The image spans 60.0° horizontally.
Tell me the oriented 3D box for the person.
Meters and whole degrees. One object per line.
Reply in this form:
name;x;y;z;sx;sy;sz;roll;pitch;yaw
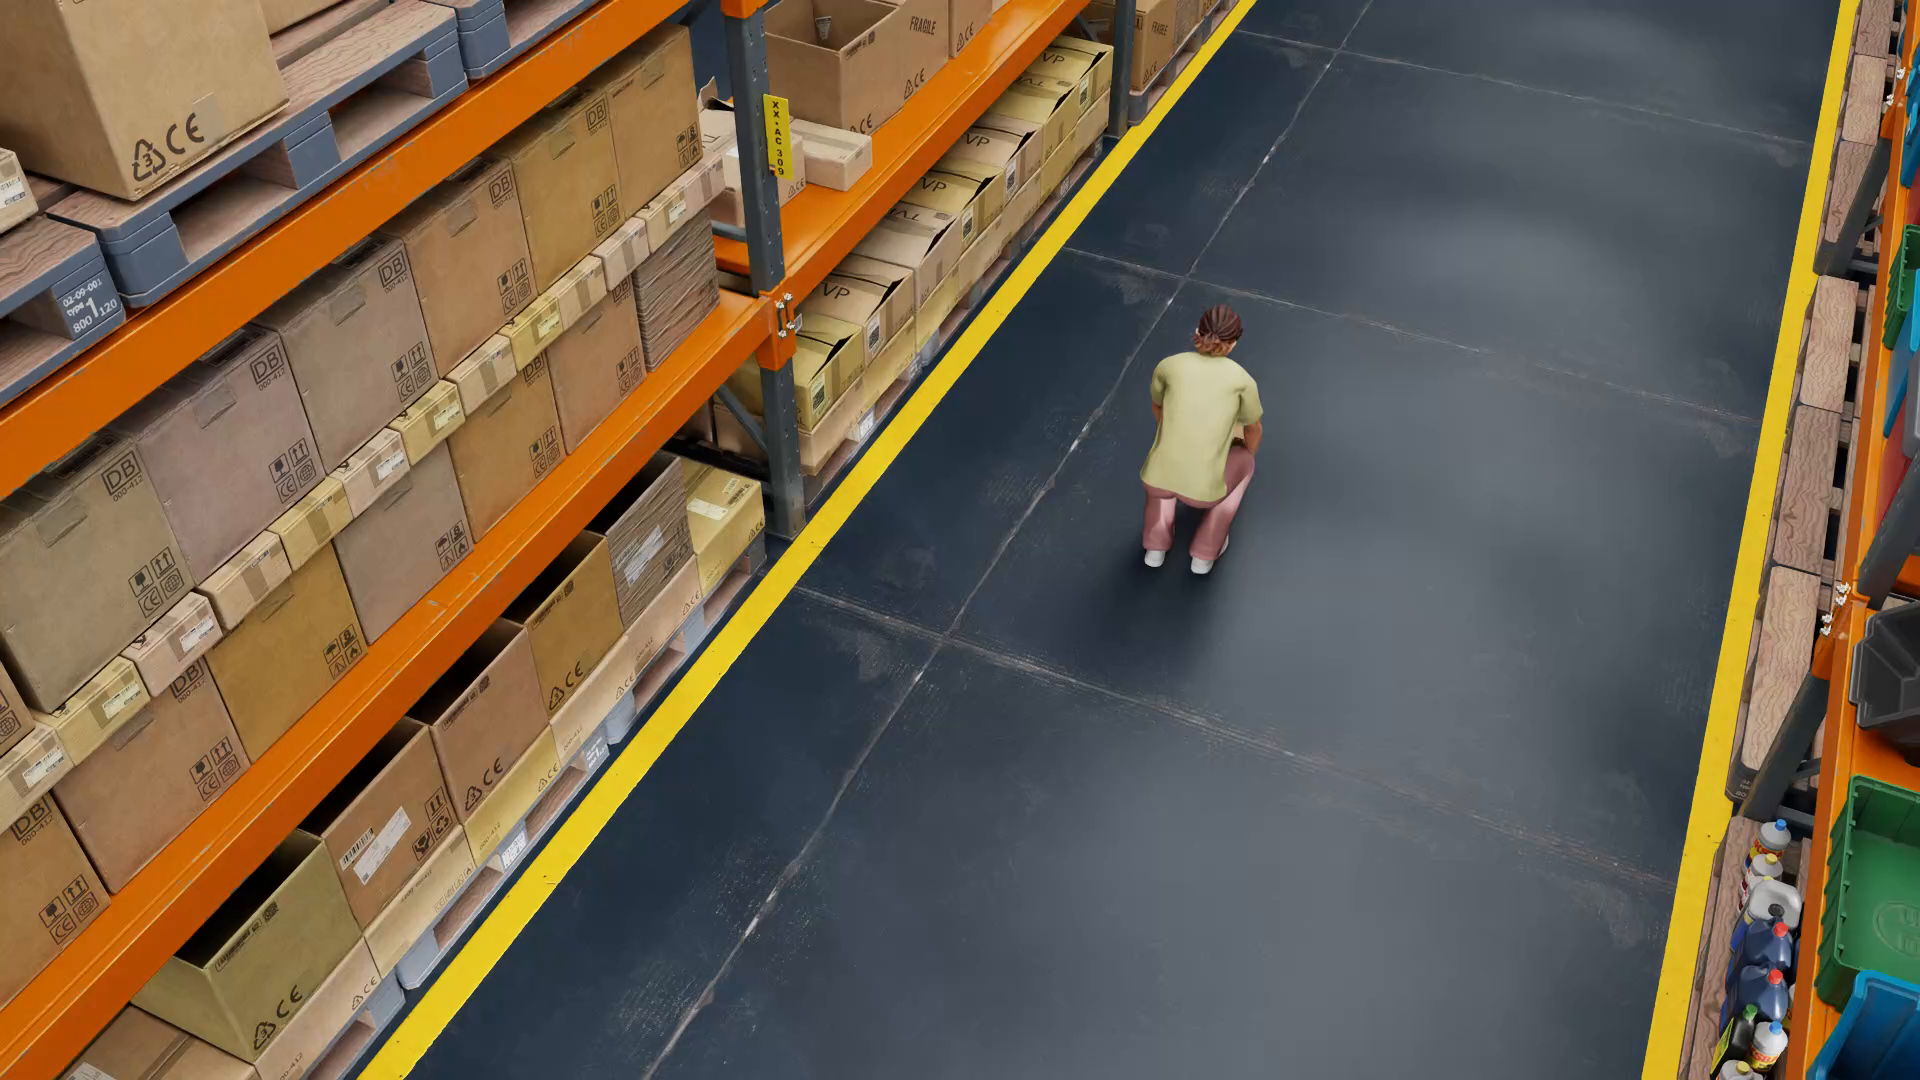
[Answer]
person;0.986;-0.393;7.050;0.494;1.069;0.758;17;45;18
